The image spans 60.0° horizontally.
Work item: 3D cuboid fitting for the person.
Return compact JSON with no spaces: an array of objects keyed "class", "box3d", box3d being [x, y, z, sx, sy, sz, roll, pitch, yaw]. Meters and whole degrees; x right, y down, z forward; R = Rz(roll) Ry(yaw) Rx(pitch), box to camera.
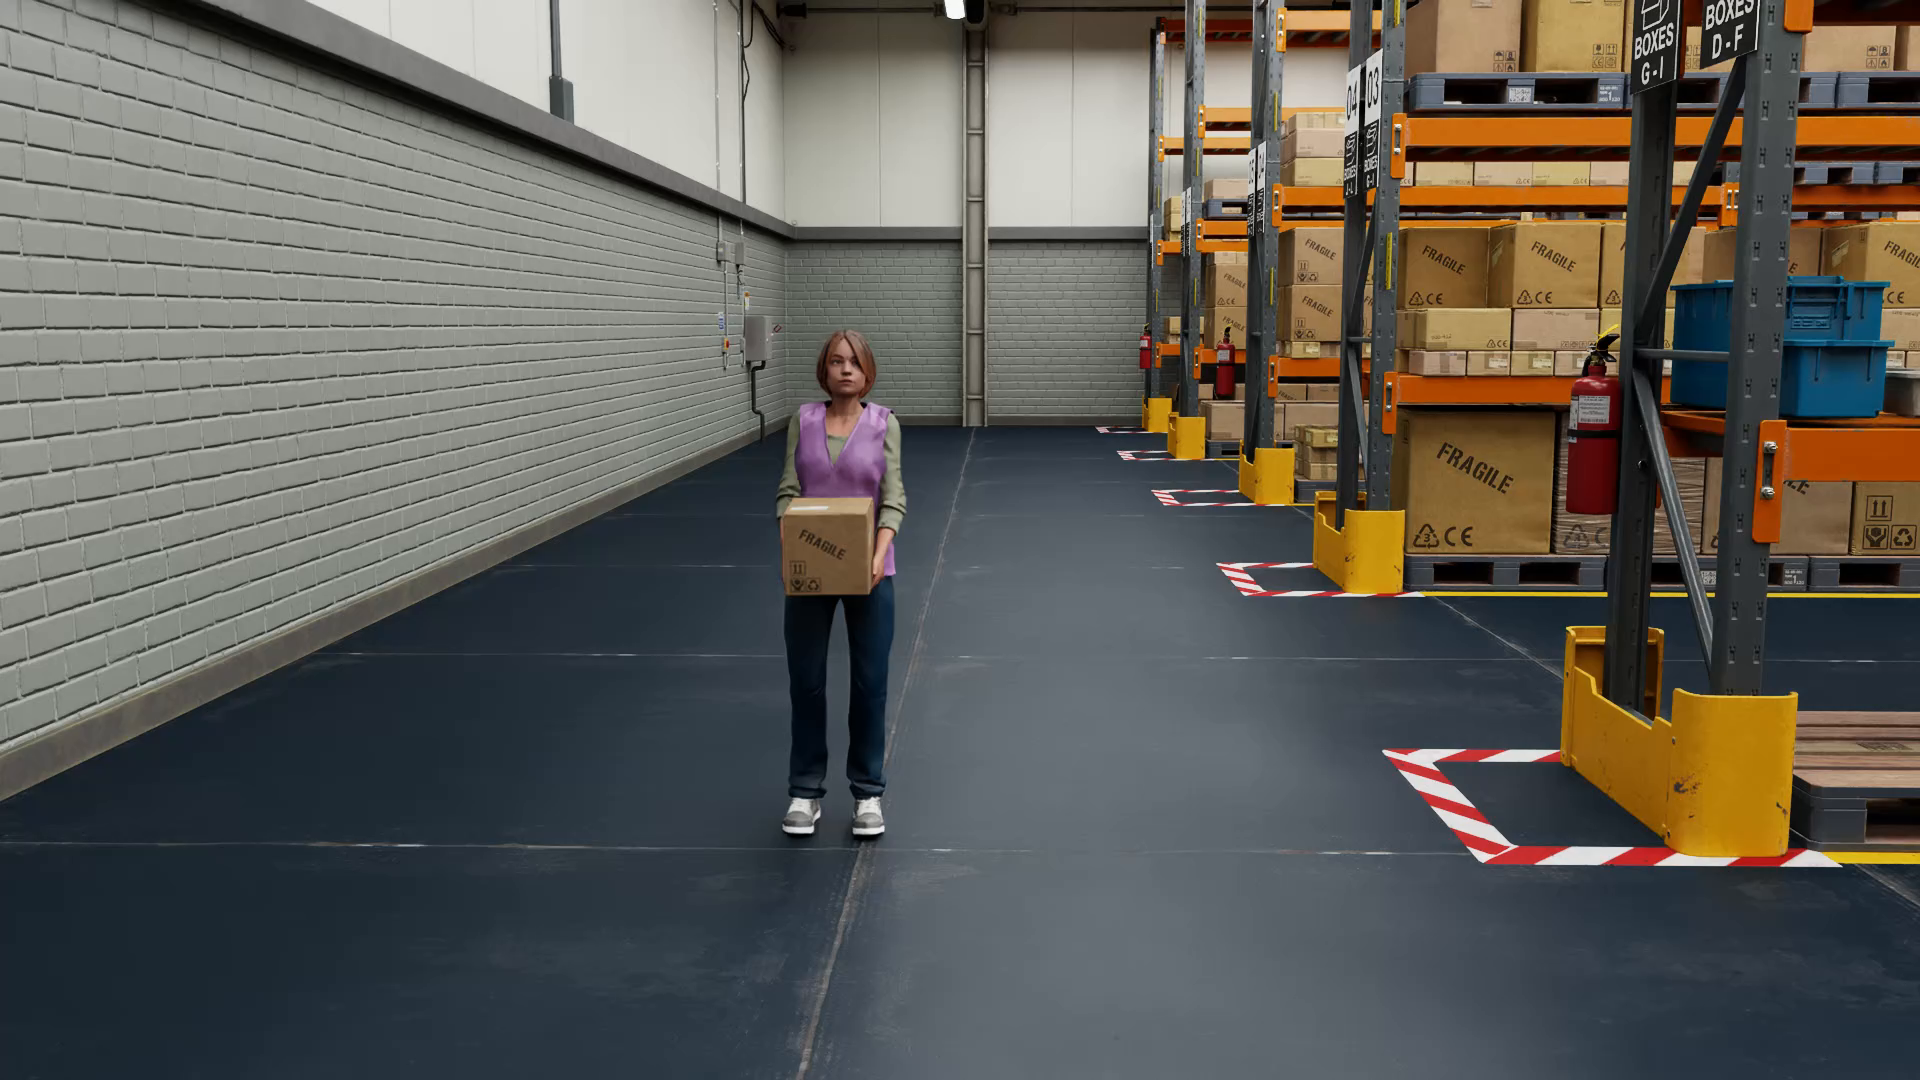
[{"class":"person","box3d":[-0.371,0.142,5.226,0.410,1.596,0.482,0,7,1]}]
